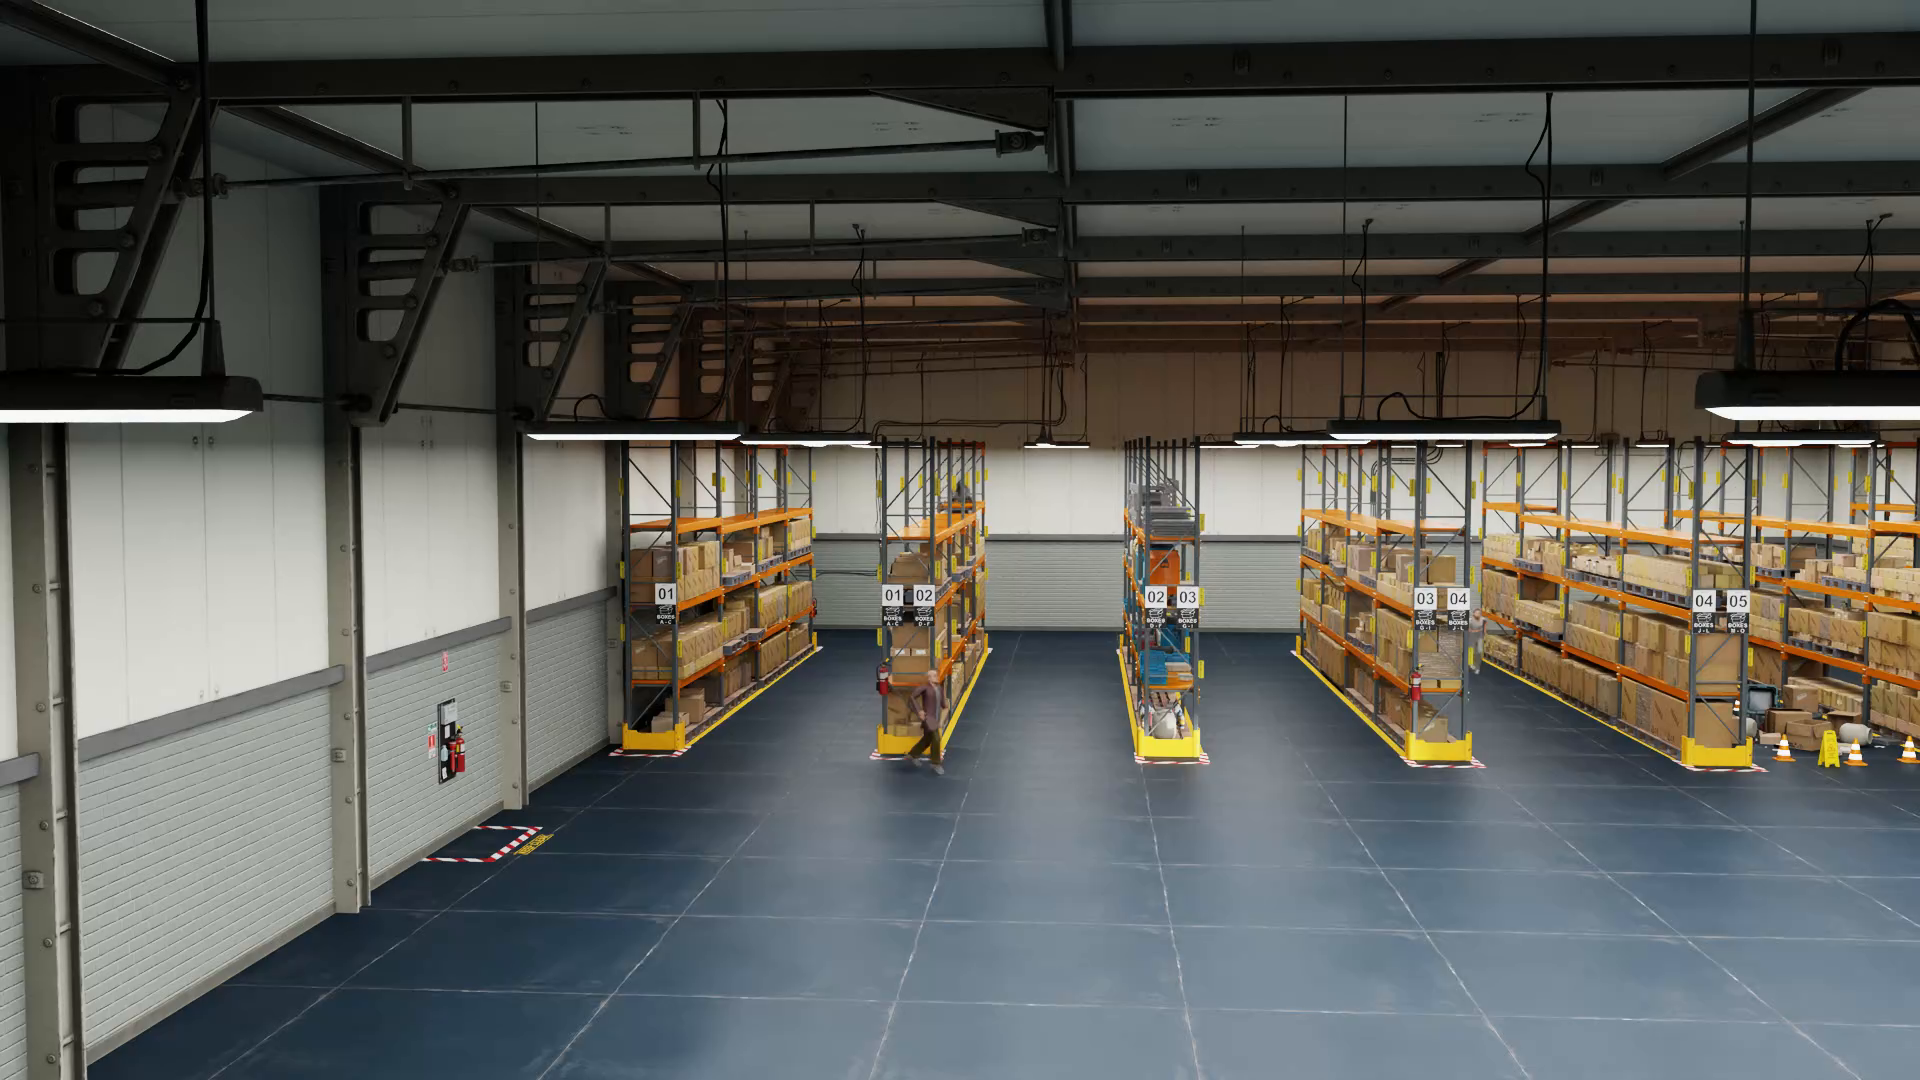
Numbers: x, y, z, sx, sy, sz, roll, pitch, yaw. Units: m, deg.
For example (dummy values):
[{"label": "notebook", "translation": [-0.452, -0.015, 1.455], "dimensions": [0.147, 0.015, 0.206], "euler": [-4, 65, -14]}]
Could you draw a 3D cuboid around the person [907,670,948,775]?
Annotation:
[{"label": "person", "translation": [-0.554, 3.237, 29.820], "dimensions": [0.909, 1.831, 0.714], "euler": [2, 4, 32]}]

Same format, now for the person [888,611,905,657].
[{"label": "person", "translation": [-1.579, 2.362, 42.698], "dimensions": [0.584, 1.628, 0.629], "euler": [0, 3, -5]}]

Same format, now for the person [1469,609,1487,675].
[{"label": "person", "translation": [13.346, 2.613, 43.017], "dimensions": [0.582, 1.715, 0.902], "euler": [0, 3, 6]}]
